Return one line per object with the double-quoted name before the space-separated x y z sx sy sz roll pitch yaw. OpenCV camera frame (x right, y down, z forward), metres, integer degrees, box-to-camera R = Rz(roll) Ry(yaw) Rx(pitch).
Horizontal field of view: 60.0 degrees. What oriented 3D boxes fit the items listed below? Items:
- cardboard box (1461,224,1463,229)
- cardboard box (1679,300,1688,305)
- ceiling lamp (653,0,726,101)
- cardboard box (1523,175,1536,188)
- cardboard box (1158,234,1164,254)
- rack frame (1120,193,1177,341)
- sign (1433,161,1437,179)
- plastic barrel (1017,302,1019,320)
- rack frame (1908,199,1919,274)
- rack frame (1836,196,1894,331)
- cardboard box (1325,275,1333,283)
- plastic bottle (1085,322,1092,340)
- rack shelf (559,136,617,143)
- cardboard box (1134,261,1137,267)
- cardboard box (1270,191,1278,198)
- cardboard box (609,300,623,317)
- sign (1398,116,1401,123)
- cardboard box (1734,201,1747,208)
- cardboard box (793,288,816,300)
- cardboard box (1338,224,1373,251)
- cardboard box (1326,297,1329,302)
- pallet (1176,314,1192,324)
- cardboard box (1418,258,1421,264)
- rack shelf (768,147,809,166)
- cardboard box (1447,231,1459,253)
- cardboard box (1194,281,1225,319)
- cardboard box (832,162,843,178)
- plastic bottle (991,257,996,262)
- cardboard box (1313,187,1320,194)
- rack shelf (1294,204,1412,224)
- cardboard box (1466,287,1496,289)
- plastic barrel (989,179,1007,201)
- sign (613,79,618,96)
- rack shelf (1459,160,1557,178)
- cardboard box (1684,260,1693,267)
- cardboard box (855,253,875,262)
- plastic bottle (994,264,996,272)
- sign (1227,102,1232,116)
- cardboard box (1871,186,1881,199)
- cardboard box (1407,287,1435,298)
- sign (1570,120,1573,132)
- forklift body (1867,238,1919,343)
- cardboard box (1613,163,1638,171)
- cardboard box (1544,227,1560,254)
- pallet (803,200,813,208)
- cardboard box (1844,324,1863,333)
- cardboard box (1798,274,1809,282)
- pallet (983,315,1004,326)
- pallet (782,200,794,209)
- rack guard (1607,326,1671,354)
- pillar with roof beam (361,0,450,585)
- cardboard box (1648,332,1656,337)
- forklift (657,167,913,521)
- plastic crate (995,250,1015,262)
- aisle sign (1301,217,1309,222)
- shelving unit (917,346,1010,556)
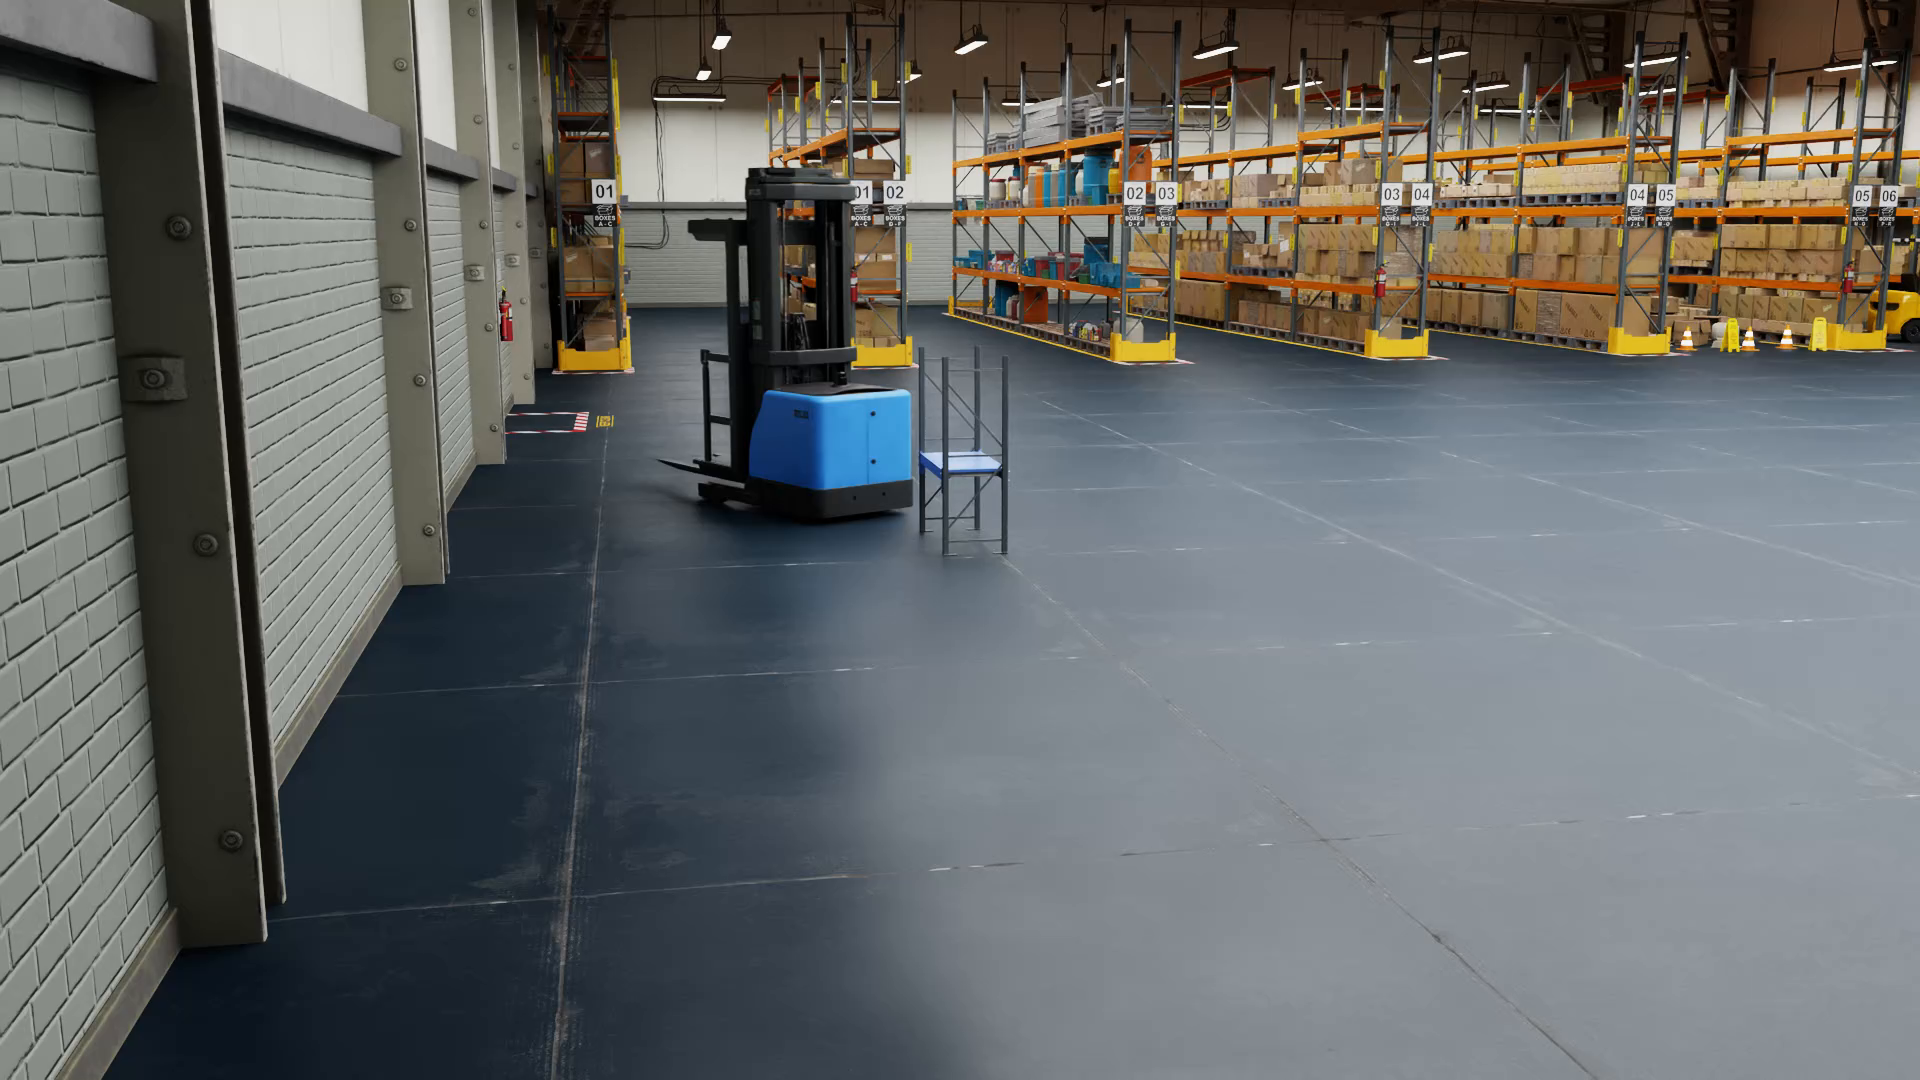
"cardboard box" 14.678 -9.023 47.903 0.380 0.149 0.250 -2 11 -10
"cardboard box" 20.130 -6.584 46.267 0.380 0.149 0.250 -2 11 -13
"ceiling lamp" -7.461 -13.737 45.691 2.000 3.185 0.800 -2 11 -11
"cardboard box" 12.199 -7.541 34.987 0.500 0.250 0.500 -2 11 -11
"cardboard box" 5.492 -7.752 43.505 0.500 0.500 0.500 -2 11 -10
"rack frame" 3.413 -4.764 30.204 1.000 3.000 0.127 -2 11 -11
"sign" 8.804 -6.867 30.892 0.100 0.325 0.005 -2 11 -11
"plastic barrel" 1.548 -5.405 39.101 0.421 0.512 0.421 0 11 0
"rack frame" 22.082 -6.219 37.850 1.000 3.000 0.127 -2 11 -11
"rack frame" 17.992 -5.305 33.044 1.000 3.000 0.127 -2 11 -11
"cardboard box" 7.545 -5.229 33.321 0.380 0.149 0.250 -2 11 -11
"plastic bottle" 2.541 -4.103 32.637 0.144 0.351 0.185 -2 11 -9
"rack shelf" -7.472 -7.901 33.636 1.077 0.370 4.000 -2 11 -11
"cardboard box" 5.006 -7.584 45.693 0.380 0.149 0.250 -2 11 -12
"cardboard box" 7.031 -7.583 36.494 0.380 0.166 0.250 -2 11 -13
"cardboard box" -7.875 -5.161 36.915 0.750 0.750 0.750 -2 11 -12
"sign" 11.366 -10.812 43.012 0.100 0.325 0.005 -2 11 -11
"cardboard box" 17.028 -7.272 36.030 0.380 0.149 0.250 -2 11 -11
"cardboard box" -3.633 -5.769 38.987 0.500 0.250 0.500 -2 11 -12
"cardboard box" 7.724 -5.906 32.465 0.500 0.500 0.500 -2 11 -11
"cardboard box" 10.251 -6.599 45.549 0.380 0.149 0.250 -2 11 -8
"pallet" 6.161 -5.636 42.245 1.003 0.211 1.213 -2 11 -11
"cardboard box" 11.054 -6.730 40.081 0.380 0.149 0.250 -2 11 -10
"rack shelf" -4.169 -9.744 42.258 1.077 0.370 4.000 -2 11 -11
"cardboard box" 11.778 -6.938 38.685 0.700 0.500 0.500 -2 11 -12
"cardboard box" 6.436 -5.865 40.548 1.225 0.875 0.875 -2 11 -11
"cardboard box" -2.028 -6.811 31.162 0.797 0.503 0.637 -1 11 -5
"plastic bottle" 0.837 -6.857 41.332 0.144 0.351 0.185 -2 11 -11
"cardboard box" 7.405 -7.106 33.819 0.380 0.149 0.250 -2 11 -11
"rack shelf" 7.882 -6.431 32.864 1.077 0.370 4.000 -2 11 -11
"cardboard box" 15.107 -7.069 48.045 0.875 0.438 0.875 -3 11 -13
"plastic barrel" 0.936 -8.606 40.880 0.433 0.535 0.433 0 11 0
"sign" -6.547 -8.599 31.596 0.100 0.325 0.005 -2 11 -11
"rack shelf" 15.269 -10.269 46.078 1.077 0.370 4.000 -2 11 -11
"cardboard box" 16.724 -6.300 37.824 0.380 0.149 0.250 -2 11 -12
"cardboard box" -1.708 -5.015 29.523 0.380 0.149 0.250 -2 11 -12
"plastic bottle" 0.881 -6.661 40.704 0.097 0.201 0.097 0 11 0
"sign" 6.172 -9.874 38.086 0.100 0.325 0.005 -2 11 -11
"cardboard box" 18.156 -6.952 33.285 0.500 0.250 0.500 -2 11 -12
"cardboard box" 11.210 -6.036 40.443 0.500 0.250 0.500 -2 11 -12
"sign" 16.188 -10.972 44.066 0.100 0.325 0.005 -2 11 -11
"forklift body" 20.702 -5.350 35.554 2.313 2.155 1.214 -2 11 -11
"cardboard box" 12.758 -7.153 31.880 0.380 0.149 0.250 -2 11 -10
"cardboard box" 12.608 -6.174 34.323 0.875 0.550 0.550 -2 11 -11
"pallet" -2.783 -7.311 36.070 1.213 0.211 1.003 -2 11 -8
"cardboard box" 18.107 -4.318 34.092 0.500 0.250 0.500 -2 11 -11
"cardboard box" 17.443 -5.378 34.103 0.380 0.149 0.250 -2 11 -10
"pallet" 1.188 -5.452 41.276 1.003 0.211 1.213 -2 11 -11
"pallet" -3.518 -7.854 38.921 1.213 0.211 1.003 -2 11 -11
"rack guard" 13.161 -3.874 32.211 1.175 0.500 0.348 -2 11 -11
"pillar with roof beam" 0.434 -4.303 11.737 9.100 9.000 0.400 -2 11 -11
"cardboard box" 14.519 -4.248 34.806 0.396 0.266 0.258 0 11 -1
"forklift" -1.721 -1.820 14.920 1.130 2.935 3.031 -9 14 -38
"plastic crate" 1.151 -7.199 42.664 0.402 0.464 0.583 -2 11 -11
"aisle sign" 9.736 -9.320 47.188 0.394 0.787 0.004 -2 11 -11
"shelving unit" 0.017 -0.721 12.974 0.538 1.500 1.048 -2 11 -11
